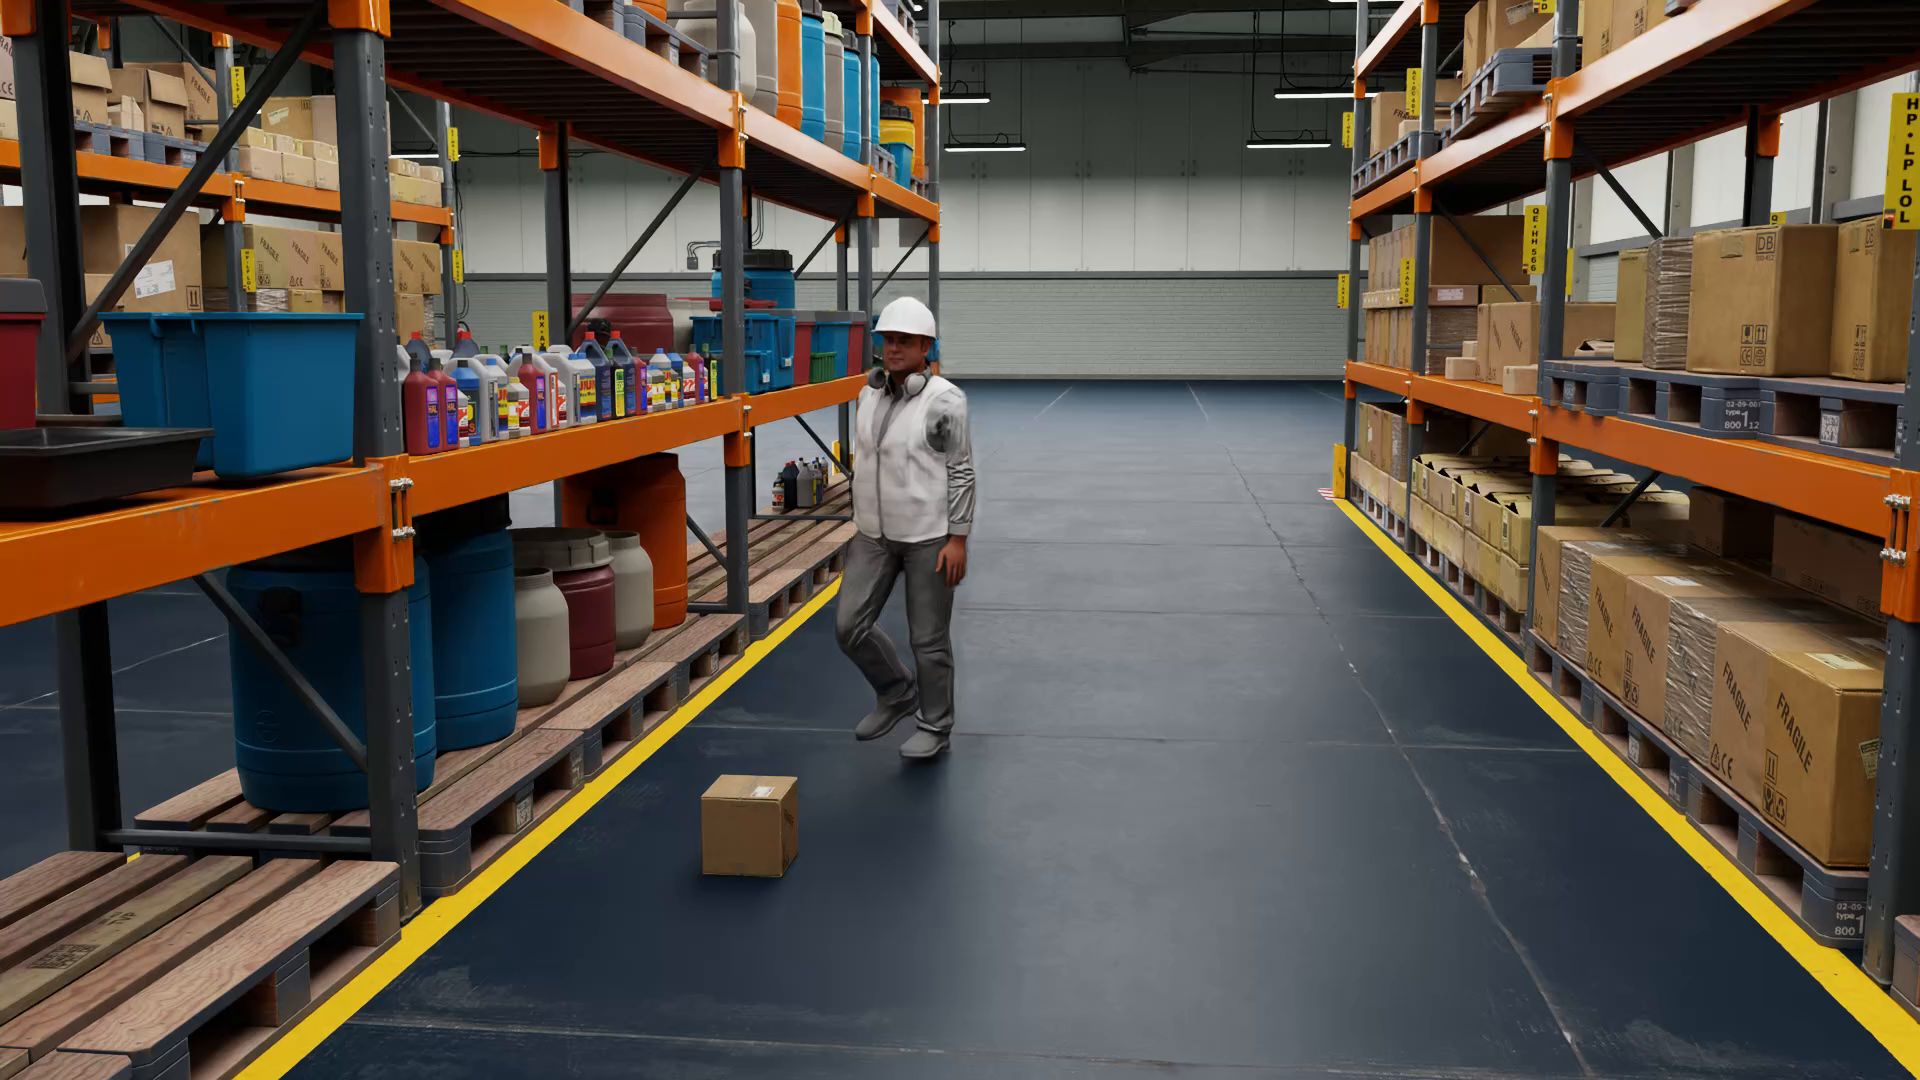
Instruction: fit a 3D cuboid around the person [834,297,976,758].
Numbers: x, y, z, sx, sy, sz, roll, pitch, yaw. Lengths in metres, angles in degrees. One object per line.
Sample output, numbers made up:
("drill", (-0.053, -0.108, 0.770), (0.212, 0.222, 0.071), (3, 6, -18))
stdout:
("person", (-0.183, -0.031, 6.312), (0.567, 1.759, 0.488), (5, 9, 32))
